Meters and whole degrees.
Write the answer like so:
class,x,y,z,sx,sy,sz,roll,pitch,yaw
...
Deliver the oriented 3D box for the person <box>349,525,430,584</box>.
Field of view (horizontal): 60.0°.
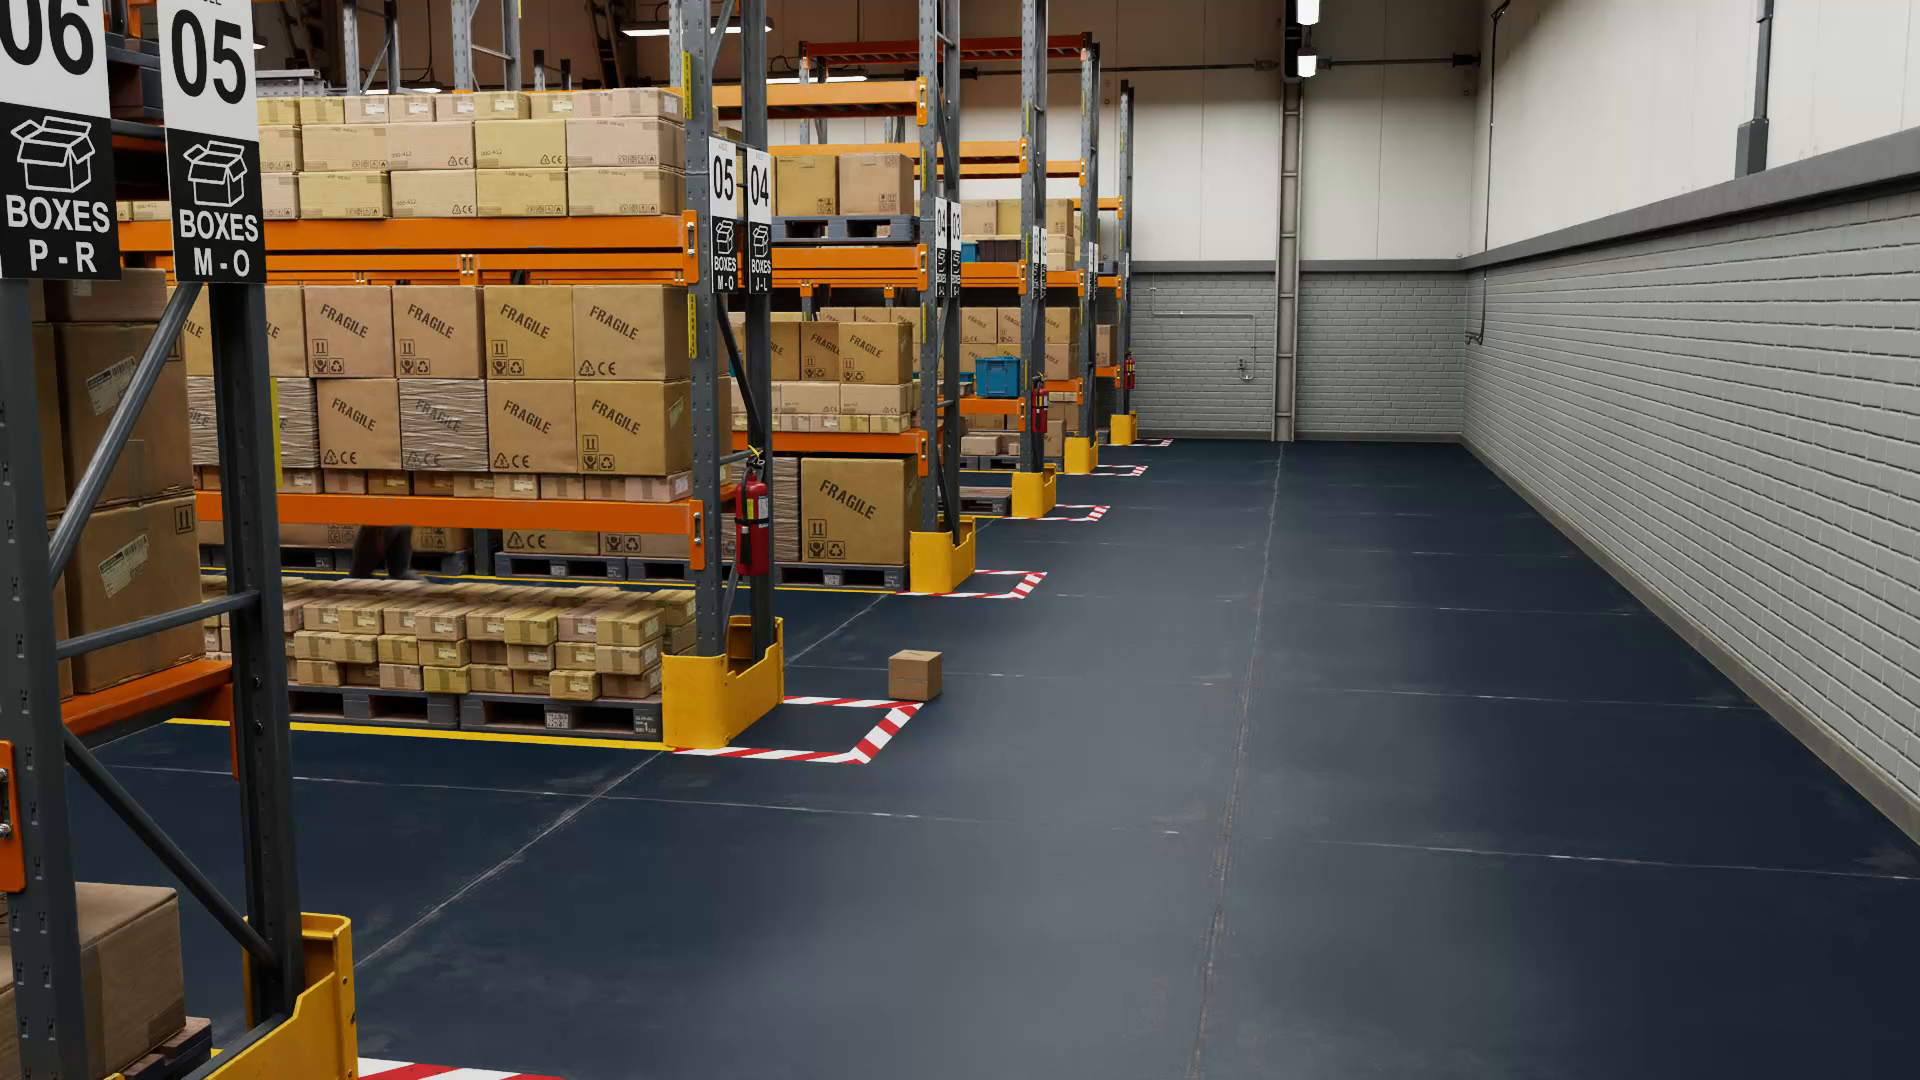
class,x,y,z,sx,sy,sz,roll,pitch,yaw
person,-3.936,-0.100,11.485,0.859,1.616,0.471,2,8,12
